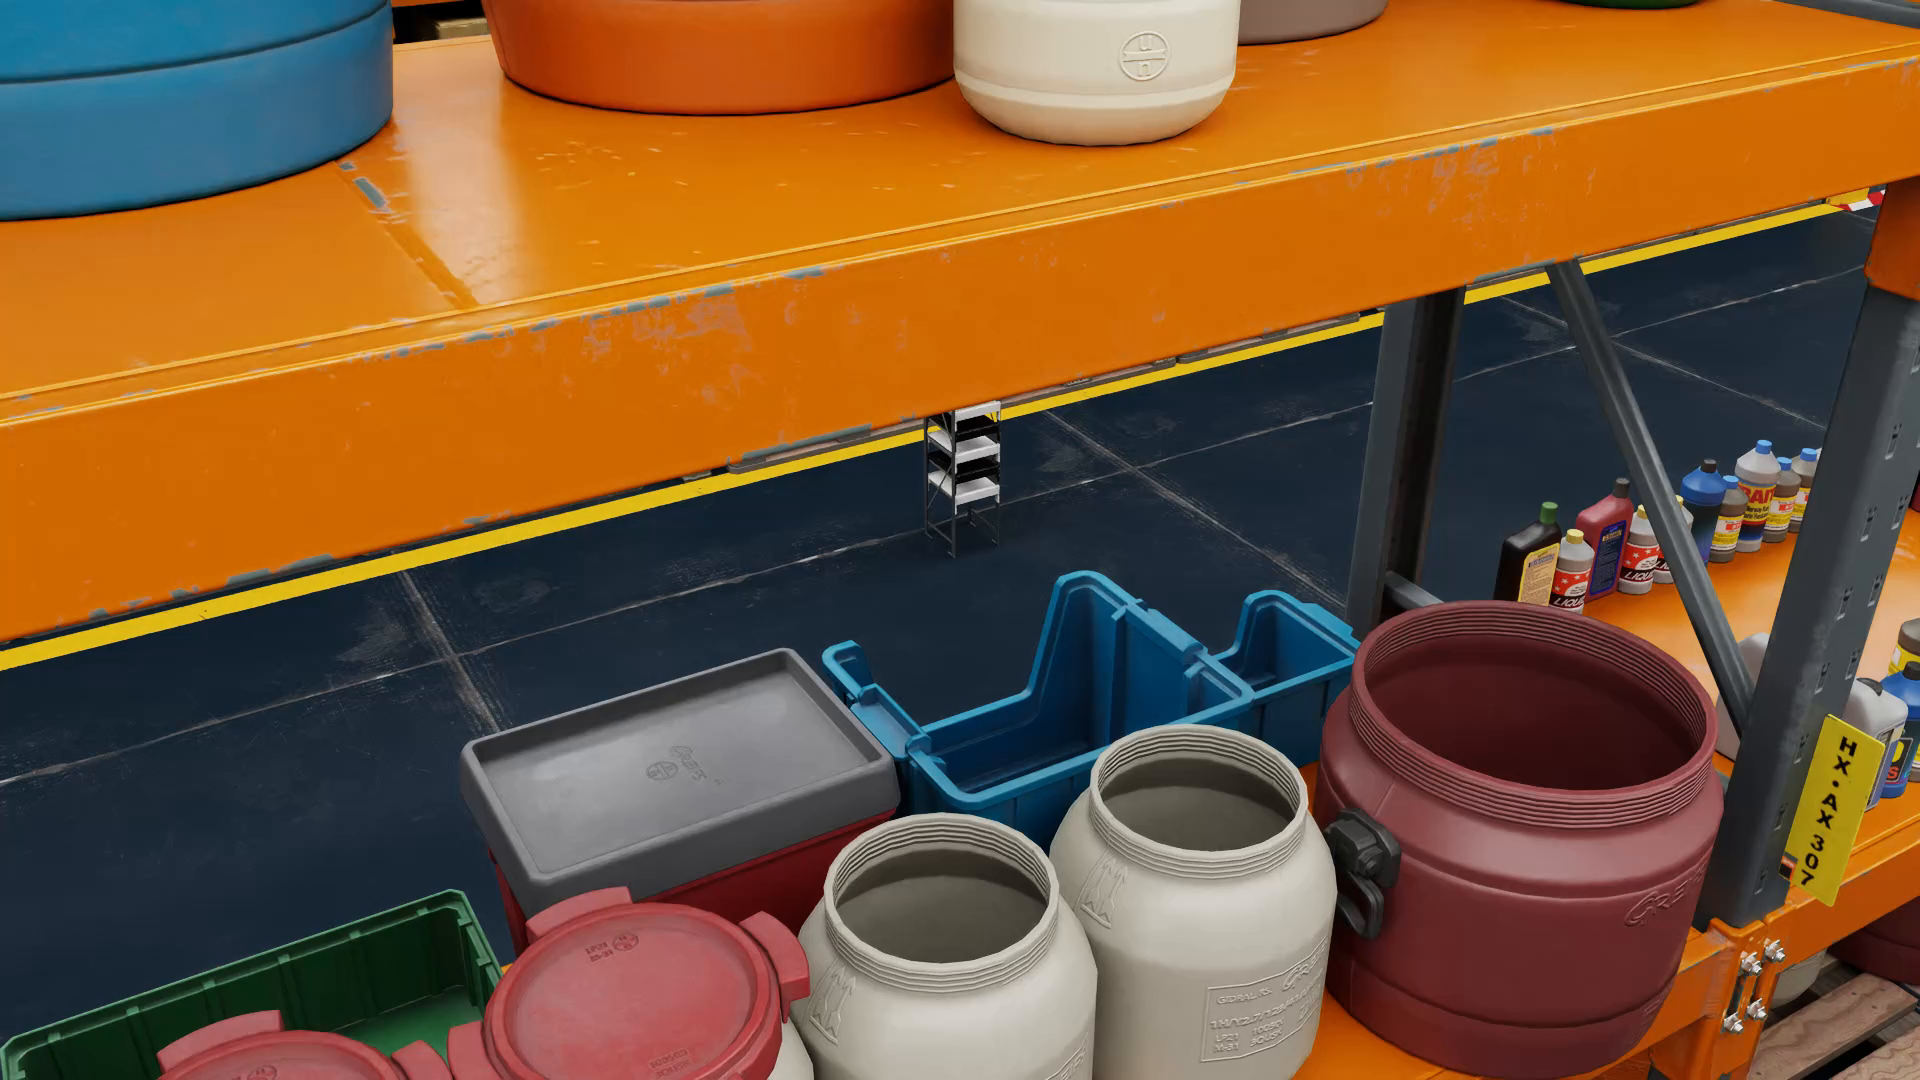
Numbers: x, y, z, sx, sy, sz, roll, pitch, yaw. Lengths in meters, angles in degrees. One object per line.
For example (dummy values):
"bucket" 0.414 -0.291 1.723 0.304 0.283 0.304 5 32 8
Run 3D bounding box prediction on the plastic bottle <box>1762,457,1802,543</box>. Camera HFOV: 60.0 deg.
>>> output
"plastic bottle" 1.978 -0.103 4.038 0.097 0.201 0.097 0 29 0

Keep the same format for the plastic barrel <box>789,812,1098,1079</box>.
"plastic barrel" -0.024 0.678 2.302 0.421 0.512 0.421 0 29 0

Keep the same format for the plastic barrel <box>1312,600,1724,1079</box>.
"plastic barrel" 0.871 0.463 2.666 0.708 0.536 0.600 -16 33 -26

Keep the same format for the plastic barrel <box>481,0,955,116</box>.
"plastic barrel" -0.264 -0.948 1.814 0.708 0.830 0.600 -16 33 -26

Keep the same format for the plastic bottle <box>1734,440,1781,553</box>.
"plastic bottle" 1.894 -0.110 3.978 0.097 0.271 0.097 0 29 0

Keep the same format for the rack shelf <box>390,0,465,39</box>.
"rack shelf" -2.177 -4.019 11.673 4.000 0.370 1.077 -16 33 -26

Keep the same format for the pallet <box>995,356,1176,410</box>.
"pallet" 0.325 -1.024 8.388 1.213 0.211 1.003 -16 33 -26

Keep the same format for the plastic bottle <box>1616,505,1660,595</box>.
"plastic bottle" 1.558 0.016 3.822 0.097 0.201 0.097 0 29 0

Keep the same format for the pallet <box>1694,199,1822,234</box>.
"pallet" 4.756 -2.305 10.708 1.213 0.211 1.003 -16 33 -26

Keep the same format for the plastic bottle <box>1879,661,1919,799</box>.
"plastic bottle" 1.768 0.351 3.143 0.097 0.271 0.097 0 29 0

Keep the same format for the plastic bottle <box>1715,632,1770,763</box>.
"plastic bottle" 1.577 0.302 3.226 0.135 0.276 0.152 -16 33 -26

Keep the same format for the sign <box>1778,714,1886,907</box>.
"sign" 1.402 0.439 2.682 0.005 0.325 0.100 -16 33 -26

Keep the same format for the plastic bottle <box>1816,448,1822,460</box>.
"plastic bottle" 2.146 -0.151 4.125 0.097 0.201 0.097 0 29 0

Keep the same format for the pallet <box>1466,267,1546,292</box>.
"pallet" 2.653 -1.708 9.626 1.213 0.211 1.003 -16 33 -26

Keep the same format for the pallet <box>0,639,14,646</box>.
"pallet" -4.222 0.222 6.130 1.213 0.211 1.003 -16 33 -26

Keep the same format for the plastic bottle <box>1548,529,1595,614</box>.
"plastic bottle" 1.359 0.072 3.720 0.097 0.201 0.097 0 29 0

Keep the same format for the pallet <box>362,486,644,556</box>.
"pallet" -2.118 -0.376 7.212 1.213 0.211 1.003 -16 33 -26

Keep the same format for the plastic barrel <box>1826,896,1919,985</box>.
"plastic barrel" 2.505 0.751 4.345 0.708 0.588 0.600 -16 33 -26

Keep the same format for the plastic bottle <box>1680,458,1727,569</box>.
"plastic bottle" 1.726 -0.062 3.892 0.097 0.271 0.097 0 29 0

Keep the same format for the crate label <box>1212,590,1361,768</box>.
"crate label" 0.565 0.303 3.270 0.416 0.233 0.303 -16 33 -26

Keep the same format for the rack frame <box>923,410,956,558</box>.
"rack frame" -0.081 -0.371 6.491 0.006 0.900 0.240 -16 33 -26

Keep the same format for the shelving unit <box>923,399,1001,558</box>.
"shelving unit" 0.007 -0.396 6.536 0.210 0.900 0.258 -16 33 -26

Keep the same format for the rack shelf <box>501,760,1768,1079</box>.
"rack shelf" -0.607 1.087 2.420 4.000 0.370 1.077 -16 33 -26

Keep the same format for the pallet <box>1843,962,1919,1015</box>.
"pallet" 2.827 0.997 4.726 1.213 0.211 1.003 -16 33 -26

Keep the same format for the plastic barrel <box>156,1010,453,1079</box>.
"plastic barrel" -0.762 0.880 1.910 0.433 0.535 0.433 0 29 0

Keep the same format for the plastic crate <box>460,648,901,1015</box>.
"plastic crate" -0.431 0.523 2.632 0.583 0.464 0.402 -16 33 -26

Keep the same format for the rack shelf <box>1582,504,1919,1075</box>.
"rack shelf" 2.842 0.108 4.194 4.000 0.370 1.077 -16 33 -26

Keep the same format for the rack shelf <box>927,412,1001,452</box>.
"rack shelf" 0.007 -0.446 6.509 0.200 0.077 0.258 -16 33 -26

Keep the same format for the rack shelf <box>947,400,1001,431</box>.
"rack shelf" 0.007 -0.524 6.465 0.200 0.077 0.258 -16 33 -26

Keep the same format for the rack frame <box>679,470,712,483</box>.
"rack frame" -1.389 -1.782 6.874 0.127 3.000 1.000 -16 33 -26

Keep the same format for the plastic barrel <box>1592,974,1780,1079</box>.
"plastic barrel" 1.531 0.922 3.786 0.708 0.830 0.600 -16 33 -26

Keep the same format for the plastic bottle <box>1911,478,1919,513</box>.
"plastic bottle" 2.468 -0.208 4.143 0.133 0.283 0.061 -16 33 -26

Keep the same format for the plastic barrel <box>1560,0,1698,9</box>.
"plastic barrel" 0.931 -0.881 2.298 0.294 0.245 0.294 0 29 0
